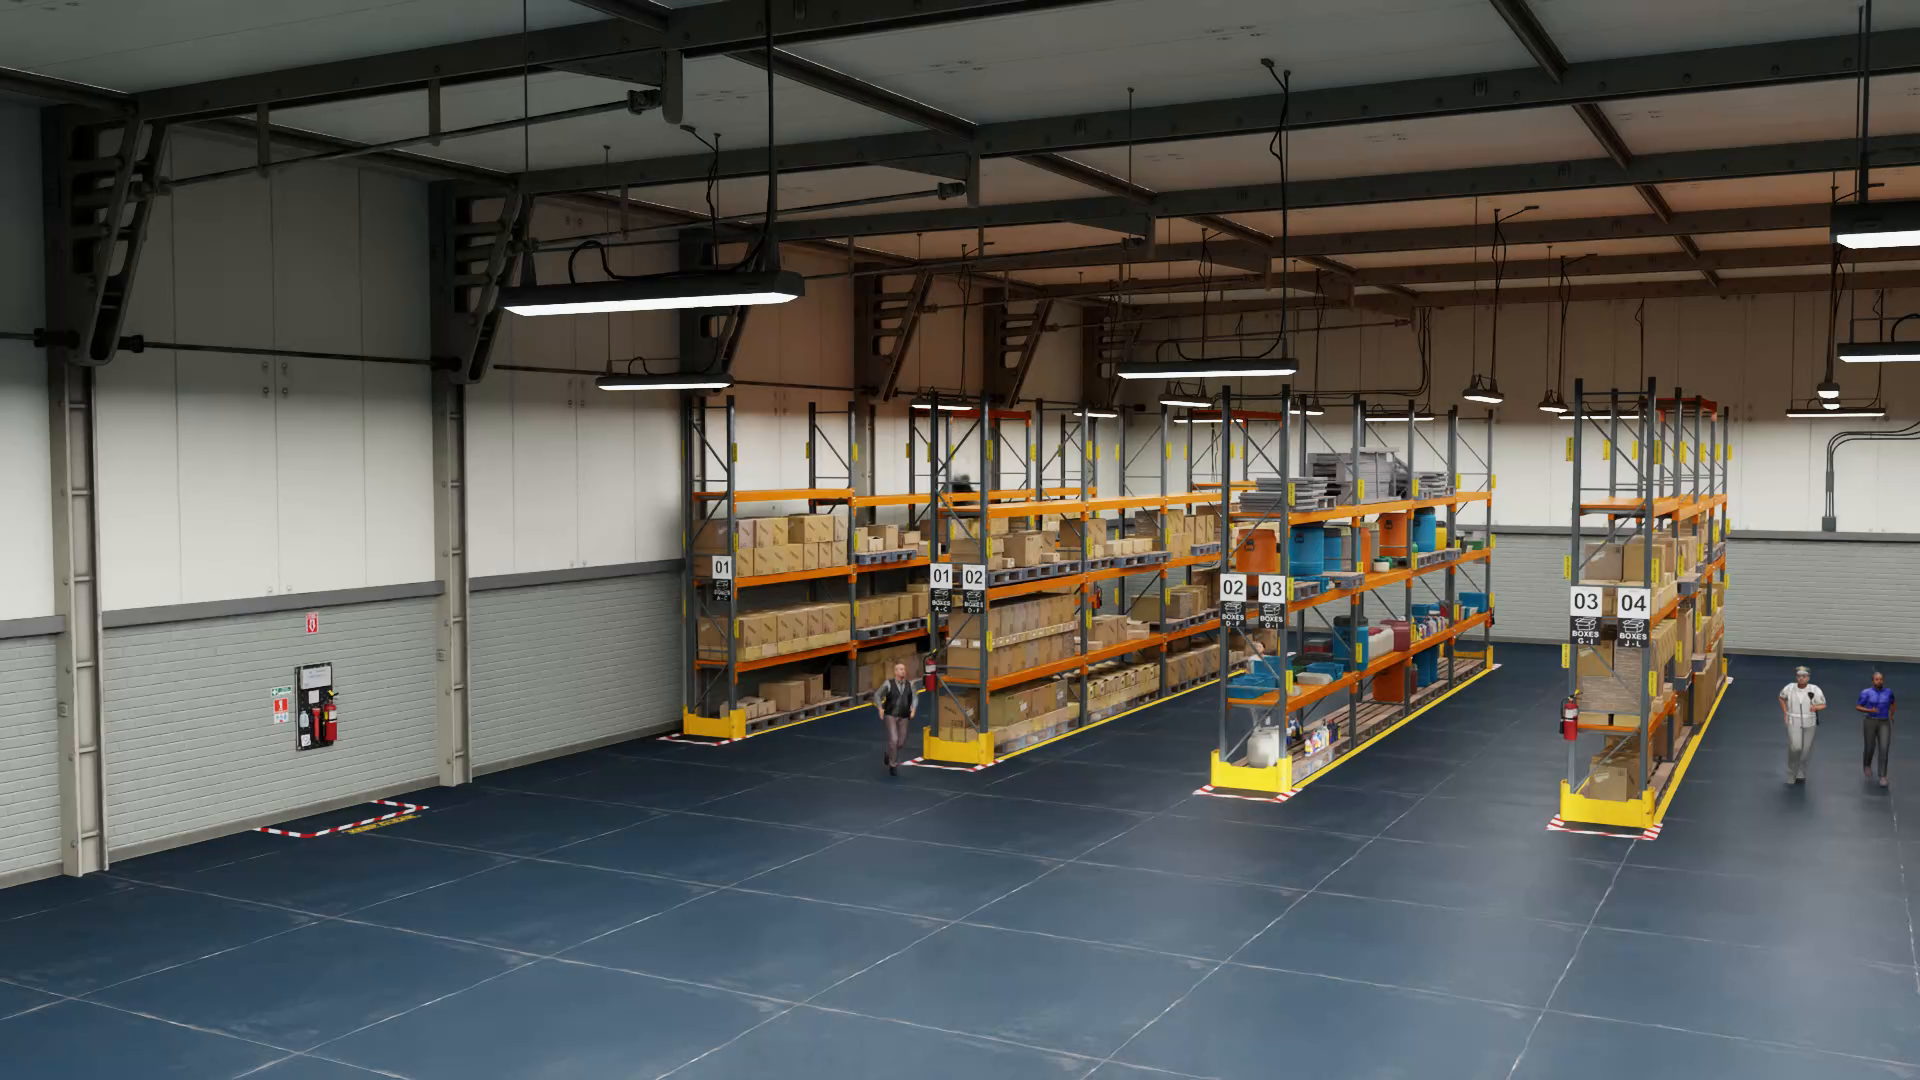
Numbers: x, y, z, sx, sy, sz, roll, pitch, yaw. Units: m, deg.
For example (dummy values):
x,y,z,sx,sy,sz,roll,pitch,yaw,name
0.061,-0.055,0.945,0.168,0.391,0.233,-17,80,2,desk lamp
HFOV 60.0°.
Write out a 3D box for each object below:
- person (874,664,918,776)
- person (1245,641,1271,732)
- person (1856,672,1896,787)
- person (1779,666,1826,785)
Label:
x,y,z,sx,sy,sz,roll,pitch,yaw,name
-0.974,2.797,26.096,0.700,1.697,0.701,-1,3,-19,person
5.380,2.616,29.877,0.562,1.618,0.594,2,3,28,person
13.870,2.824,25.150,0.581,1.659,0.876,1,3,18,person
12.721,2.818,25.107,0.626,1.839,0.737,1,3,22,person
